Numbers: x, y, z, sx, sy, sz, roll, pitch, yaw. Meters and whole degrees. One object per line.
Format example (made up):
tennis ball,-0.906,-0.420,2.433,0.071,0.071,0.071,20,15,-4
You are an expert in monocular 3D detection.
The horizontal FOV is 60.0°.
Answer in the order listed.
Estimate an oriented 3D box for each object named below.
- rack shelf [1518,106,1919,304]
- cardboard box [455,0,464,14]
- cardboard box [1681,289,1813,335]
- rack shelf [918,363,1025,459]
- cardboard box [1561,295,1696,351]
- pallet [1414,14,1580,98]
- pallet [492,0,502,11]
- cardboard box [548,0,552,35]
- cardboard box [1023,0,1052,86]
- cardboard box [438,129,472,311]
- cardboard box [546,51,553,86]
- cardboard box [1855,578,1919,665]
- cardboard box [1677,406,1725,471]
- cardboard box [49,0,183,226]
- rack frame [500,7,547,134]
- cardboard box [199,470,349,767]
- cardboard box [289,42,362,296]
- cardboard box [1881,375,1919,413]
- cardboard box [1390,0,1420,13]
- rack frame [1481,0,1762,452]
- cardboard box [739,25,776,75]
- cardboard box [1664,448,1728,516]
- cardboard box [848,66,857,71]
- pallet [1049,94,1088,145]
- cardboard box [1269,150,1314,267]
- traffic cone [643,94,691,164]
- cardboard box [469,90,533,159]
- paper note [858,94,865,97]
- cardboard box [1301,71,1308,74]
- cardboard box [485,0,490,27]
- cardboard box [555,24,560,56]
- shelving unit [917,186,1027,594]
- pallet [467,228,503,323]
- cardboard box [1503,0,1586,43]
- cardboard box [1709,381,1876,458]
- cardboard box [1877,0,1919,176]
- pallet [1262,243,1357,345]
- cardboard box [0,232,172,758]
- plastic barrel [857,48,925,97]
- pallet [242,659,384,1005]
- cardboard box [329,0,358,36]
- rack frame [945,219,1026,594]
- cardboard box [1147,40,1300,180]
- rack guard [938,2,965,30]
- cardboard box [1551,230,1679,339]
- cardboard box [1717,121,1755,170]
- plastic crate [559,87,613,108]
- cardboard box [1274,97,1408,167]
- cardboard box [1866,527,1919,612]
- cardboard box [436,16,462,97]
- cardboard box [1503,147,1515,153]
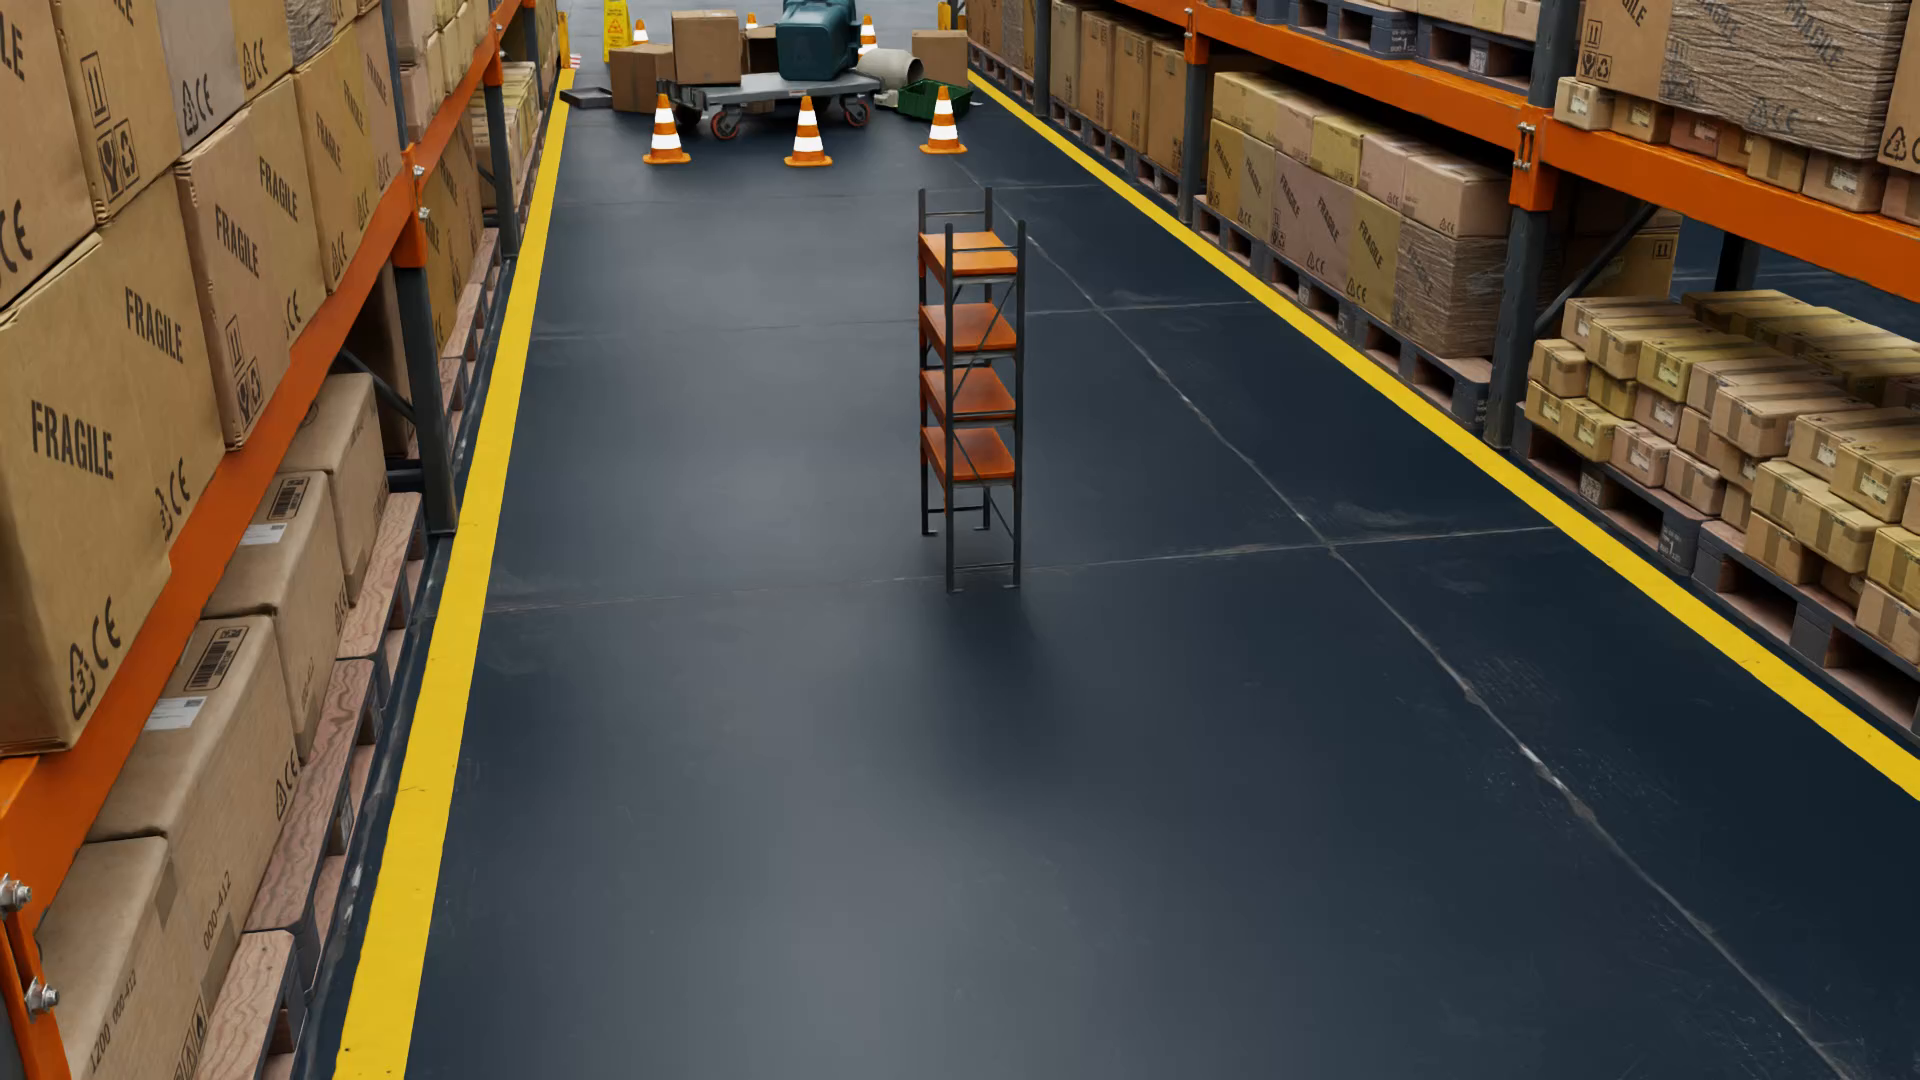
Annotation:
rack shelf,2.960,-0.667,4.427,1.077,0.370,4.000,-4,24,-10
cardboard box,-2.347,-2.333,6.908,0.500,0.250,0.500,-5,24,-11
cardboard box,2.912,-0.821,6.176,0.380,0.149,0.250,-4,24,-8
rack shelf,0.031,-0.423,5.388,0.258,0.148,0.480,-4,24,-10
cardboard box,2.450,-0.791,6.107,0.380,0.149,0.250,-3,24,-8
pallet,2.592,-2.006,6.836,1.003,0.211,1.213,-4,24,-10
pallet,-3.232,-3.135,9.419,1.213,0.211,1.003,-4,24,-10
cardboard box,-3.884,-4.673,14.676,0.500,0.500,0.500,-5,24,-11
cardboard box,1.063,-4.401,14.209,0.875,0.875,0.875,-4,24,-9
cardboard box,-2.788,-1.540,7.658,0.875,0.875,0.875,-4,24,-9
cardboard box,-3.689,-3.917,13.882,0.500,0.250,0.500,-3,24,-7
cardboard box,2.718,0.208,4.563,0.380,0.149,0.250,-4,24,-9
cardboard box,2.605,-0.347,5.461,0.380,0.149,0.250,-6,24,-12
cardboard box,-1.427,-0.720,2.277,0.500,0.500,0.500,-5,24,-11
rack frame,-3.735,-4.524,12.360,1.000,3.000,0.127,-4,24,-10
cardboard box,-2.079,0.212,4.194,0.875,0.438,0.875,-5,24,-11
cardboard box,-1.711,-0.861,3.848,0.500,0.500,0.500,-5,24,-11
cardboard box,3.163,-0.418,5.254,0.380,0.149,0.250,-5,24,-12
cardboard box,2.126,-2.410,7.309,0.380,0.149,0.250,-5,24,-12
rack frame,2.590,-1.783,6.085,1.000,3.000,0.127,-4,24,-10
cardboard box,-1.662,-4.449,15.309,0.637,0.503,0.797,18,29,36
cardboard box,2.584,-0.207,5.514,0.380,0.149,0.250,-5,24,-11
cardboard box,-1.017,-4.217,15.073,0.396,0.266,0.258,0,24,-1
pallet,1.328,-3.354,13.165,1.003,0.211,1.213,-4,24,-10
cardboard box,1.927,-1.707,8.509,0.500,0.500,0.500,-5,24,-11
traffic cone,-2.130,-2.977,11.988,0.336,0.463,0.334,-4,24,-10
cardboard box,-3.369,-2.750,11.057,0.950,0.372,0.625,-4,24,-8
paper note,-0.939,-3.964,14.798,0.172,0.023,0.155,4,24,9
cardboard box,2.235,-2.497,9.382,0.500,0.250,0.500,-5,24,-11
cardboard box,-2.647,-2.702,8.376,0.500,0.250,0.500,-5,24,-12
cardboard box,-4.056,-4.722,15.724,0.500,0.250,0.500,-4,24,-10
shelving unit,0.031,-0.485,5.361,0.258,1.200,0.503,-4,24,-10
pallet,-2.924,-1.357,8.593,1.003,0.211,1.213,-4,24,-10
cardboard box,2.322,-2.002,6.375,0.380,0.149,0.250,-5,24,-11
cardboard box,2.576,-0.375,5.155,0.380,0.149,0.250,-4,24,-9
cardboard box,2.718,-1.148,4.134,0.500,0.500,0.500,-3,24,-7
pallet,2.216,-1.292,8.445,1.003,0.211,1.213,-4,24,-10
cardboard box,-1.323,-0.059,2.013,0.500,0.500,0.500,-4,24,-10
plastic barrel,-0.606,-4.082,14.567,0.512,0.421,0.421,13,27,27
pallet,-1.963,0.687,3.914,1.003,0.211,1.213,-4,24,-10
cardboard box,-1.811,-1.516,4.098,0.500,0.500,0.500,-5,24,-11
rack frame,0.076,-0.389,5.141,0.240,1.200,0.015,-4,24,-10
cardboard box,1.826,-2.764,10.617,1.050,0.750,0.750,-5,24,-10
rack guard,0.367,-5.367,17.414,1.175,0.500,0.348,-4,24,-10
cardboard box,2.714,-1.140,7.211,0.500,0.500,0.500,-3,24,-8
cardboard box,2.587,-1.228,5.127,0.380,0.149,0.250,-5,24,-12
plastic crate,-3.219,-3.864,14.497,0.402,0.080,0.583,-13,27,-28
cardboard box,1.913,-2.063,8.387,0.500,0.250,0.500,-4,24,-9
cardboard box,2.716,0.072,4.502,0.380,0.149,0.250,-3,24,-7
cardboard box,-2.254,-1.907,6.556,0.500,0.250,0.500,-4,24,-10
cardboard box,2.612,-1.693,7.540,0.500,0.250,0.500,-4,24,-8
